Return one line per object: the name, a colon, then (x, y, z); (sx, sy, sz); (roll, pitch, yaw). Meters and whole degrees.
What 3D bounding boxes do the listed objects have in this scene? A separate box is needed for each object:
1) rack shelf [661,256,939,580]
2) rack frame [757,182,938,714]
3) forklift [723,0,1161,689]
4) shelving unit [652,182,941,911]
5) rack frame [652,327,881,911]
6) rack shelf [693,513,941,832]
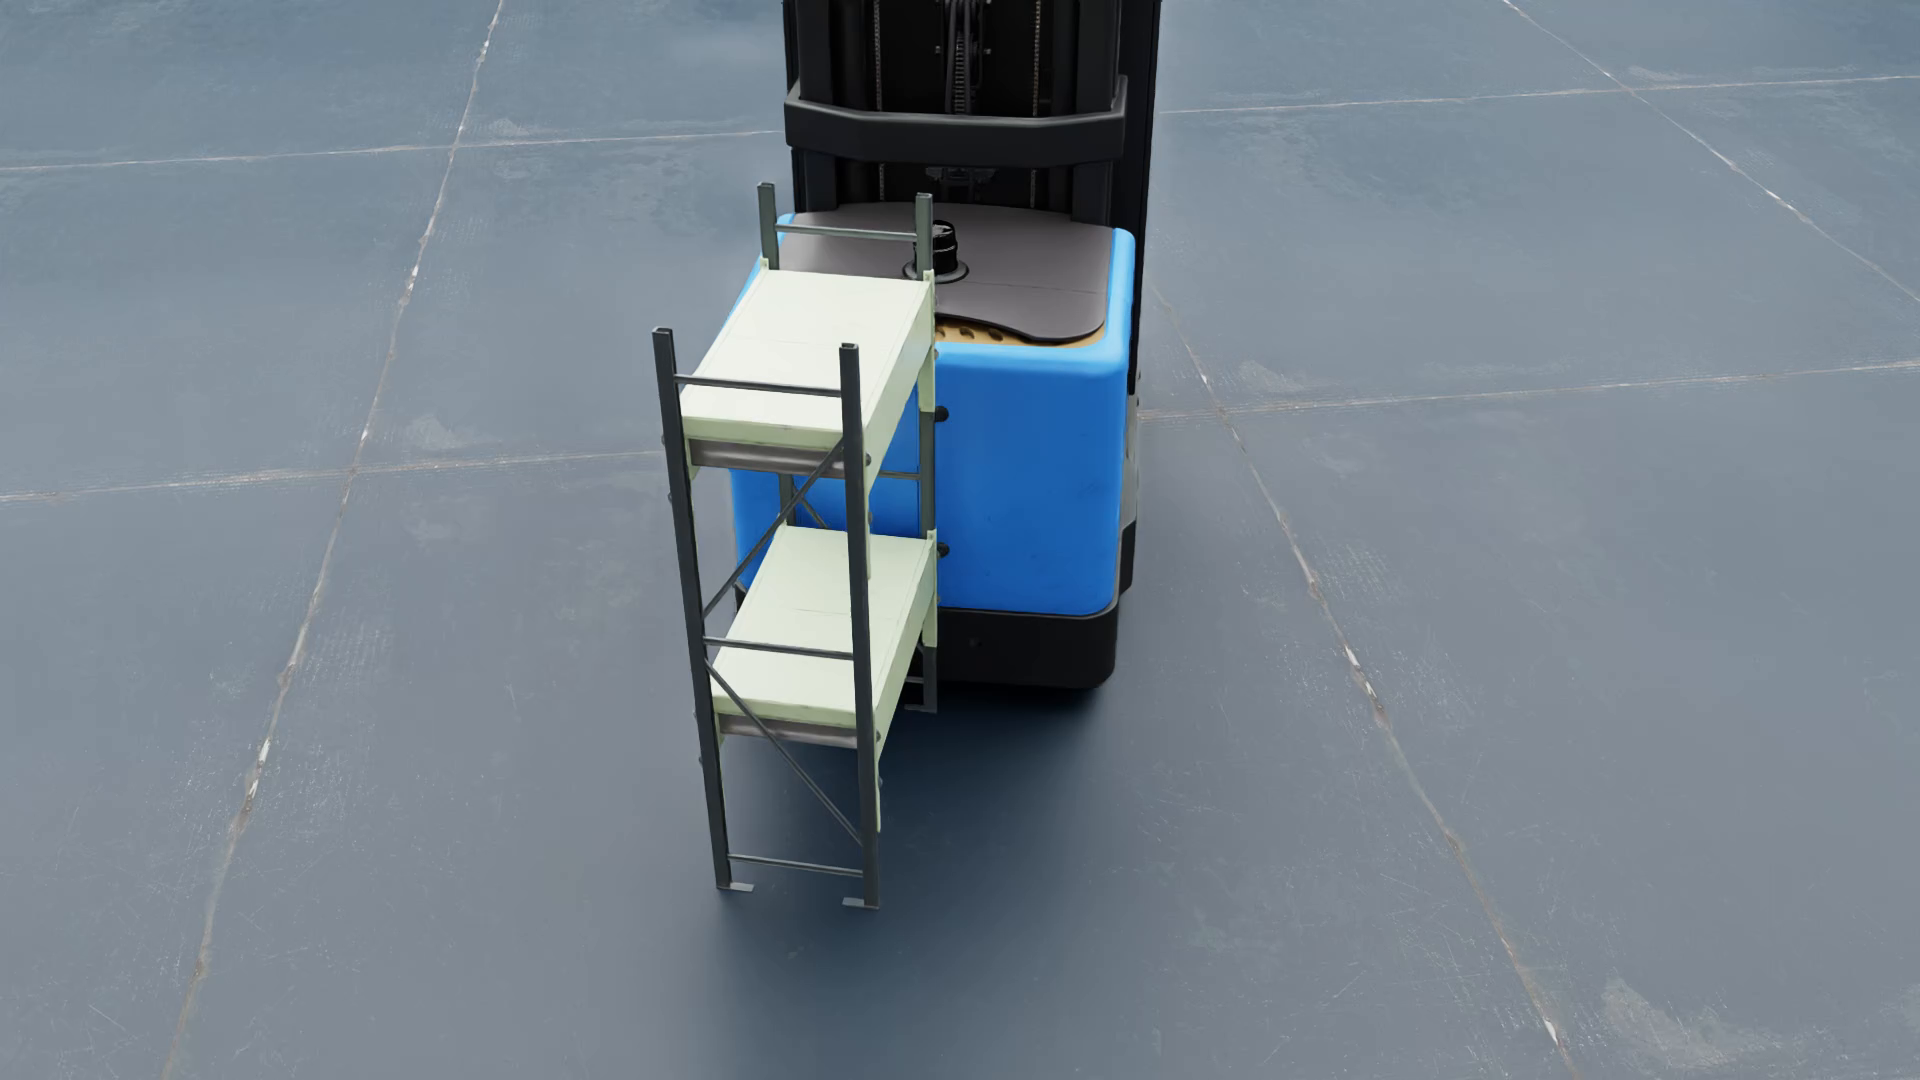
rack shelf: (-0.325, -0.289, 3.649); (0.431, 0.370, 0.720); (6, 35, 8)
rack frame: (-0.260, -0.169, 4.167); (0.400, 1.500, 0.023); (6, 35, 8)
forklift: (0.060, -1.620, 5.024); (1.130, 2.935, 3.031); (4, 34, 5)
shelving unit: (-0.325, 0.034, 3.869); (0.431, 1.500, 0.755); (6, 35, 8)
rack frame: (-0.389, 0.237, 3.571); (0.400, 1.500, 0.023); (6, 35, 8)
rack shelf: (-0.325, 0.303, 4.052); (0.431, 0.370, 0.720); (6, 35, 8)
